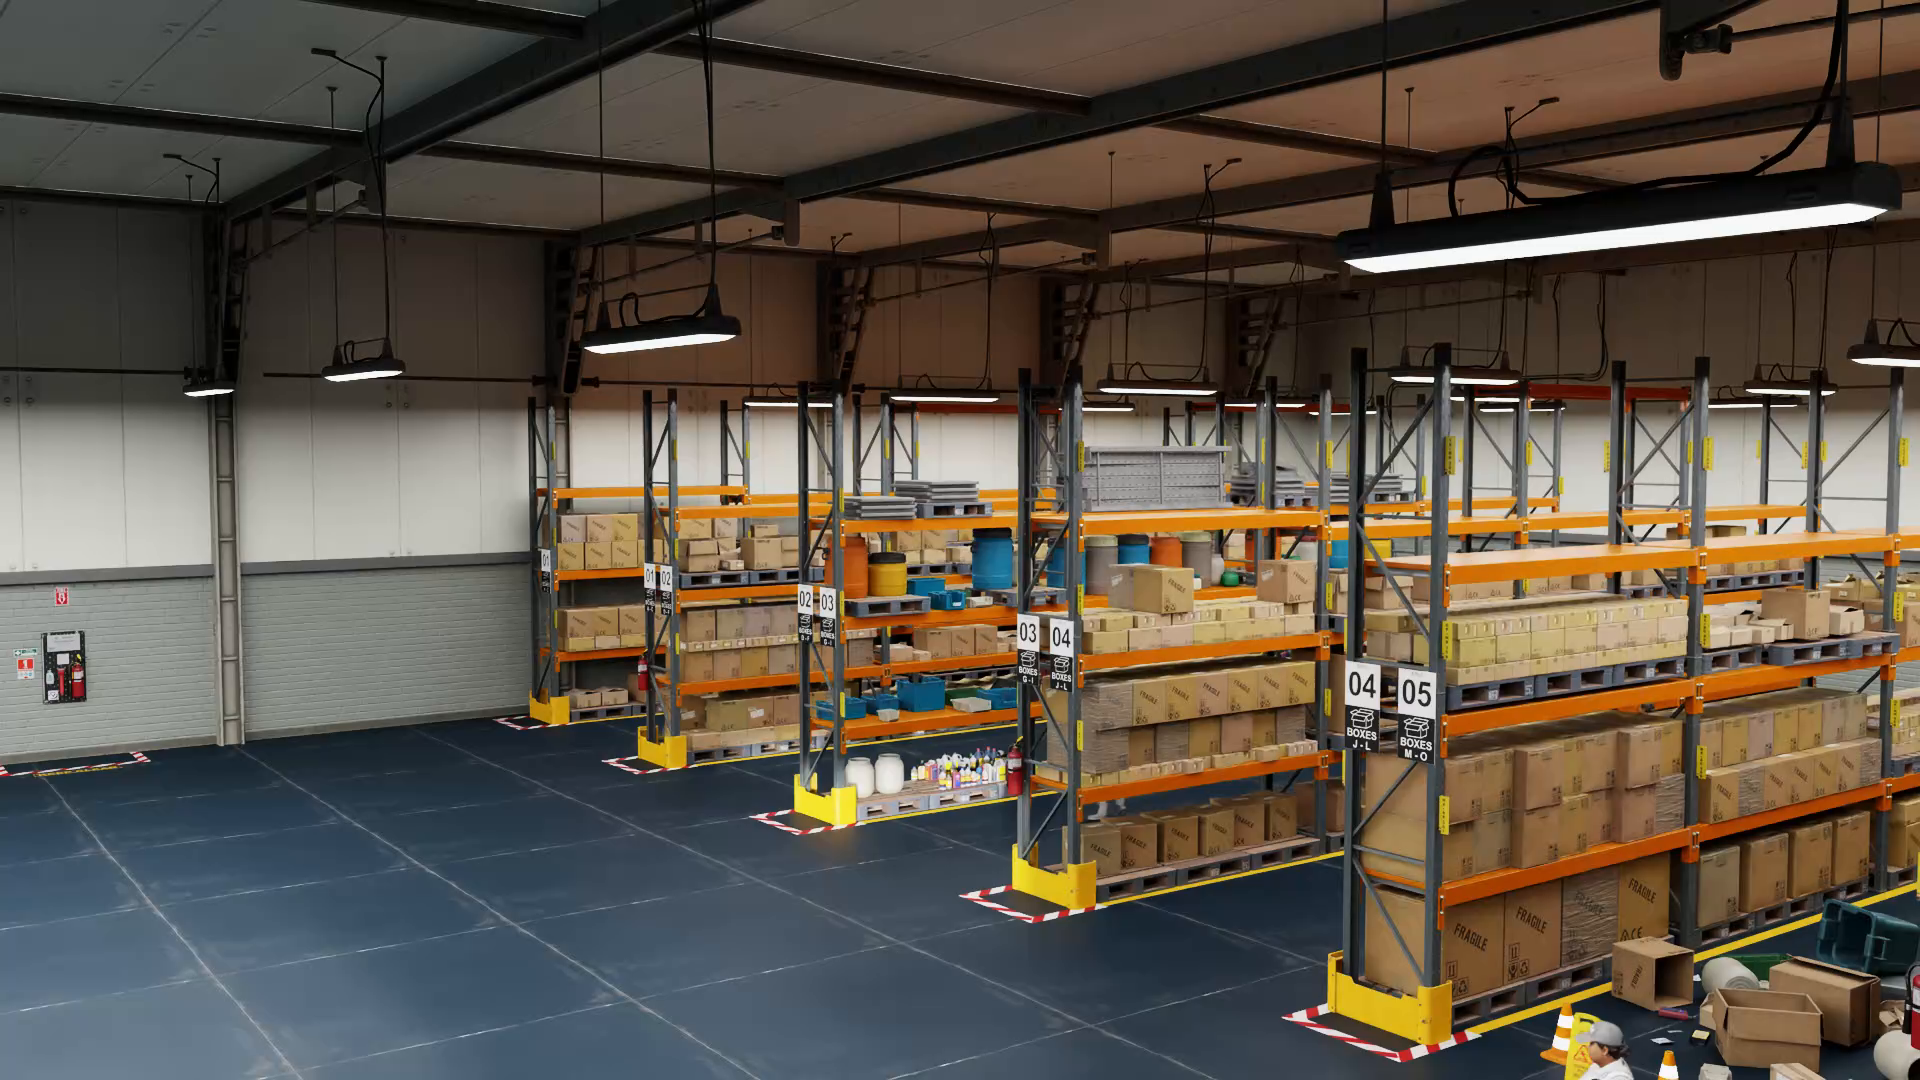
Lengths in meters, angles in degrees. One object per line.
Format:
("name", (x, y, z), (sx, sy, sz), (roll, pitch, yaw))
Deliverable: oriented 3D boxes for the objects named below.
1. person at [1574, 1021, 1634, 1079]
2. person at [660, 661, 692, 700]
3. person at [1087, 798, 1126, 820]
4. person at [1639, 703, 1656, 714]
("person", (3.905, 3.733, 10.060), (0.418, 1.670, 0.518), (0, 3, 5))
("person", (-4.907, 2.586, 28.847), (0.370, 1.804, 0.678), (3, 5, 42))
("person", (2.035, 2.984, 22.763), (0.413, 1.697, 0.552), (2, 4, 32))
("person", (9.345, 3.002, 22.766), (0.368, 1.655, 0.514), (1, 3, 14))
